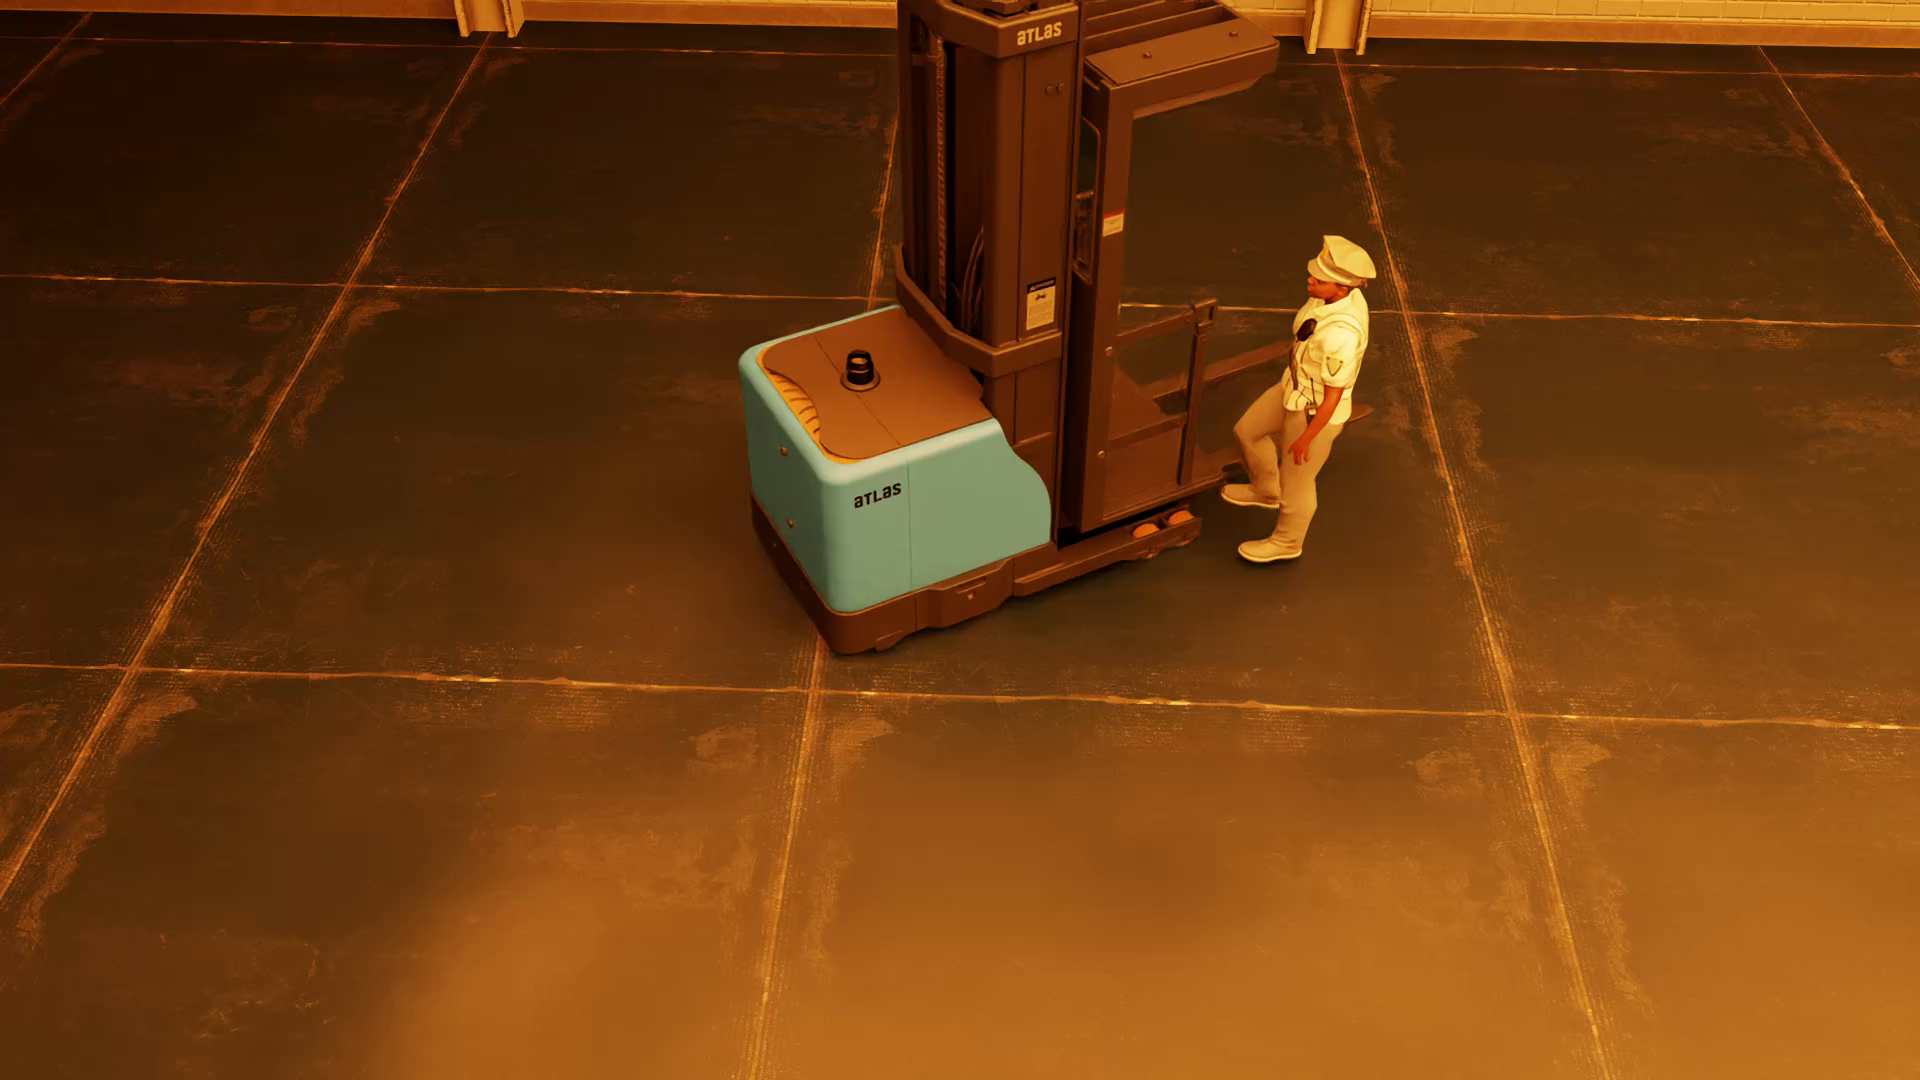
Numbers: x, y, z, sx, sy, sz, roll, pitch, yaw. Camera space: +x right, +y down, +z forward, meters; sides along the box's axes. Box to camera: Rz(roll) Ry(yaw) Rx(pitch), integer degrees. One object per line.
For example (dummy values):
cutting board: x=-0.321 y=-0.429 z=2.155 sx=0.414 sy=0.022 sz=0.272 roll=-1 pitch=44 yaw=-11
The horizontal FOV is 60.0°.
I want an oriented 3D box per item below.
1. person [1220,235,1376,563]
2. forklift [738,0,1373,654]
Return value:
person: x=1.467 y=-0.601 z=7.273 sx=0.496 sy=1.696 sz=0.566 roll=4 pitch=43 yaw=5
forklift: x=0.567 y=-1.292 z=7.158 sx=3.031 sy=2.935 sz=1.130 roll=-19 pitch=46 yaw=-20
